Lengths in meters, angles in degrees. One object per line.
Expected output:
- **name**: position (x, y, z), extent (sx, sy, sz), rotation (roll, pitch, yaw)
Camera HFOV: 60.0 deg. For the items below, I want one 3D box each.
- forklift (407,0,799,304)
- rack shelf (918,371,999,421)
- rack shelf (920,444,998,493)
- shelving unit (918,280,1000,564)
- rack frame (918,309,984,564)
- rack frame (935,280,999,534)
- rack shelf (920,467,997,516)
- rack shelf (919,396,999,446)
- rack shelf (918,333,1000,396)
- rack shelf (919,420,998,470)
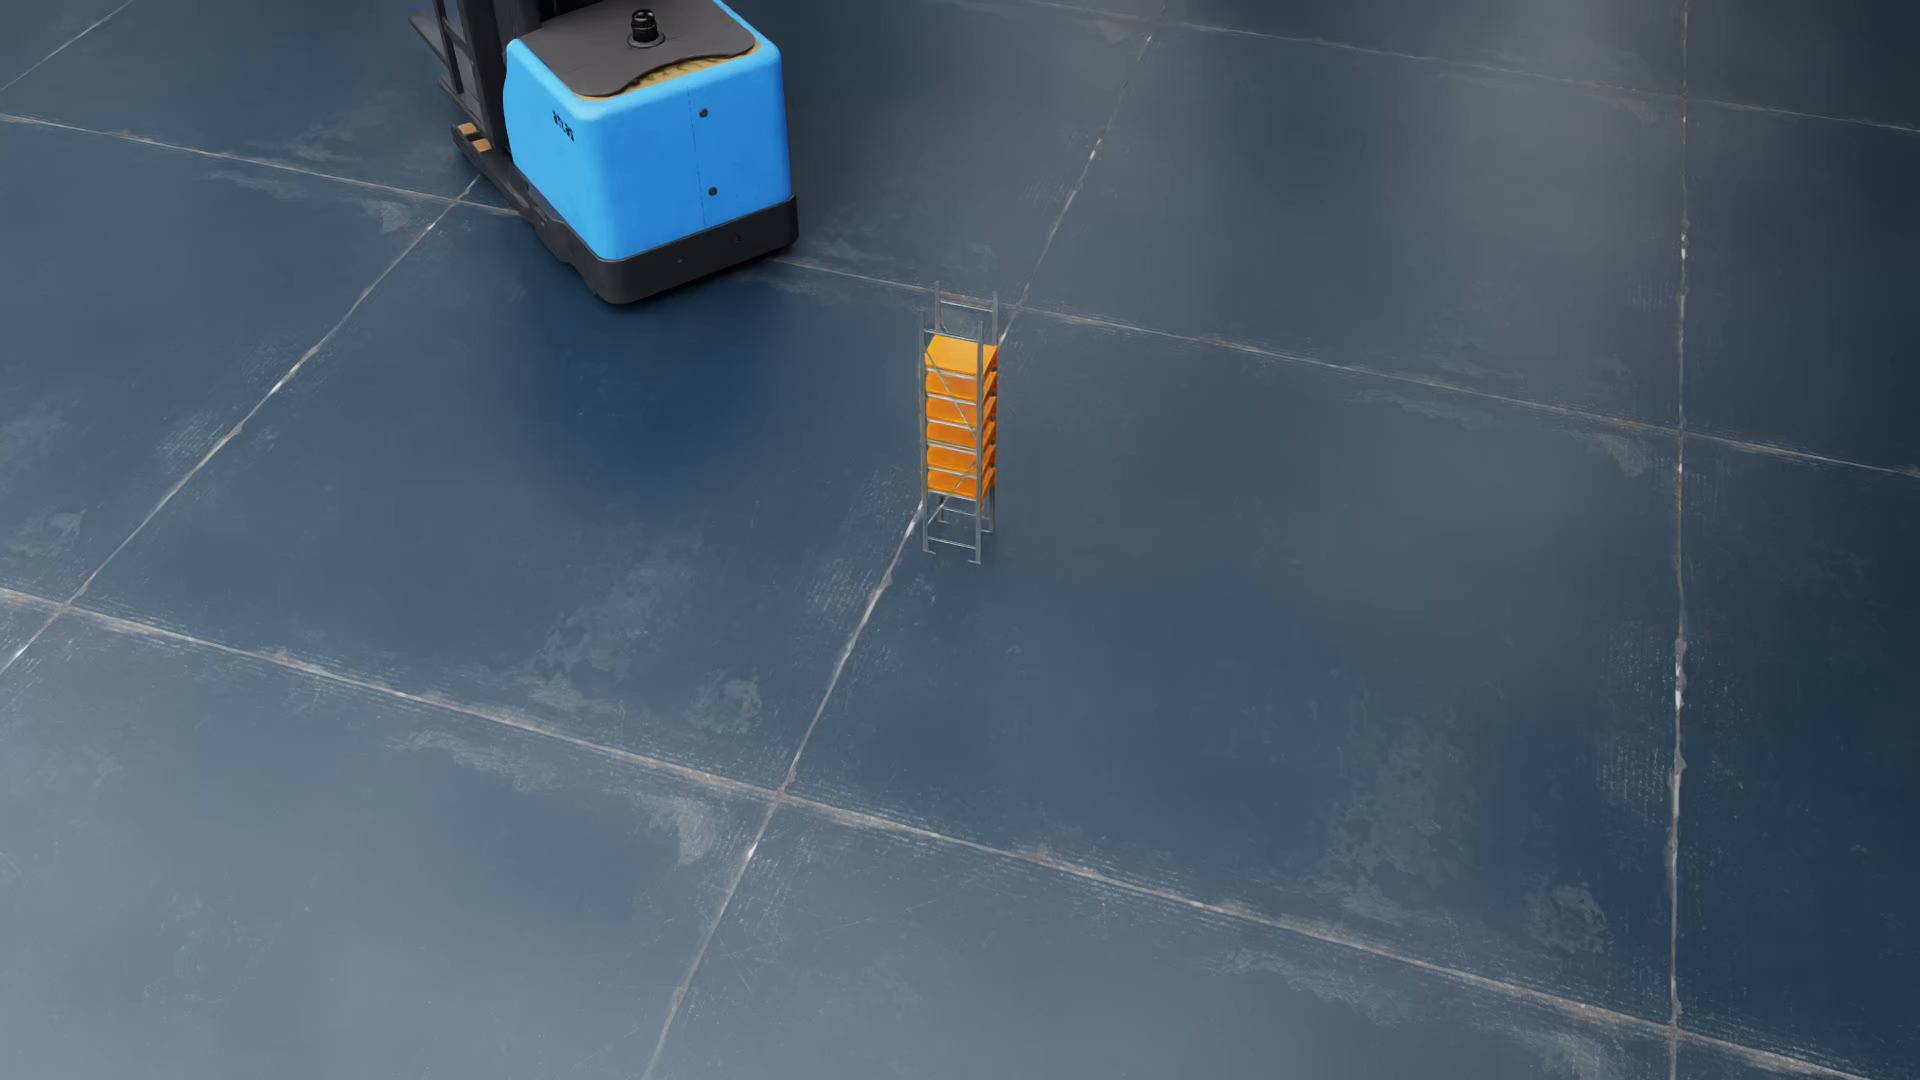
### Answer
- **forklift**: position (-2.034, -3.151, 7.874), extent (1.130, 2.935, 3.031), rotation (-25, 50, -24)
- **rack shelf**: position (-0.004, -0.559, 6.184), extent (0.258, 0.103, 0.180), rotation (13, 46, 12)
- **rack shelf**: position (-0.004, -0.302, 6.436), extent (0.258, 0.103, 0.180), rotation (13, 46, 12)
- **shelving unit**: position (-0.004, -0.419, 6.321), extent (0.258, 1.200, 0.189), rotation (13, 46, 12)
- **rack frame**: position (-0.032, -0.358, 6.258), extent (0.240, 1.200, 0.006), rotation (13, 46, 12)
- **rack frame**: position (0.023, -0.480, 6.383), extent (0.240, 1.200, 0.006), rotation (13, 46, 12)
- **rack shelf**: position (-0.004, -0.216, 6.519), extent (0.258, 0.103, 0.180), rotation (13, 46, 12)
- **rack shelf**: position (-0.004, -0.473, 6.268), extent (0.258, 0.103, 0.180), rotation (13, 46, 12)
- **rack shelf**: position (-0.004, -0.645, 6.100), extent (0.258, 0.103, 0.180), rotation (13, 46, 12)
- **rack shelf**: position (-0.004, -0.387, 6.352), extent (0.258, 0.103, 0.180), rotation (13, 46, 12)
